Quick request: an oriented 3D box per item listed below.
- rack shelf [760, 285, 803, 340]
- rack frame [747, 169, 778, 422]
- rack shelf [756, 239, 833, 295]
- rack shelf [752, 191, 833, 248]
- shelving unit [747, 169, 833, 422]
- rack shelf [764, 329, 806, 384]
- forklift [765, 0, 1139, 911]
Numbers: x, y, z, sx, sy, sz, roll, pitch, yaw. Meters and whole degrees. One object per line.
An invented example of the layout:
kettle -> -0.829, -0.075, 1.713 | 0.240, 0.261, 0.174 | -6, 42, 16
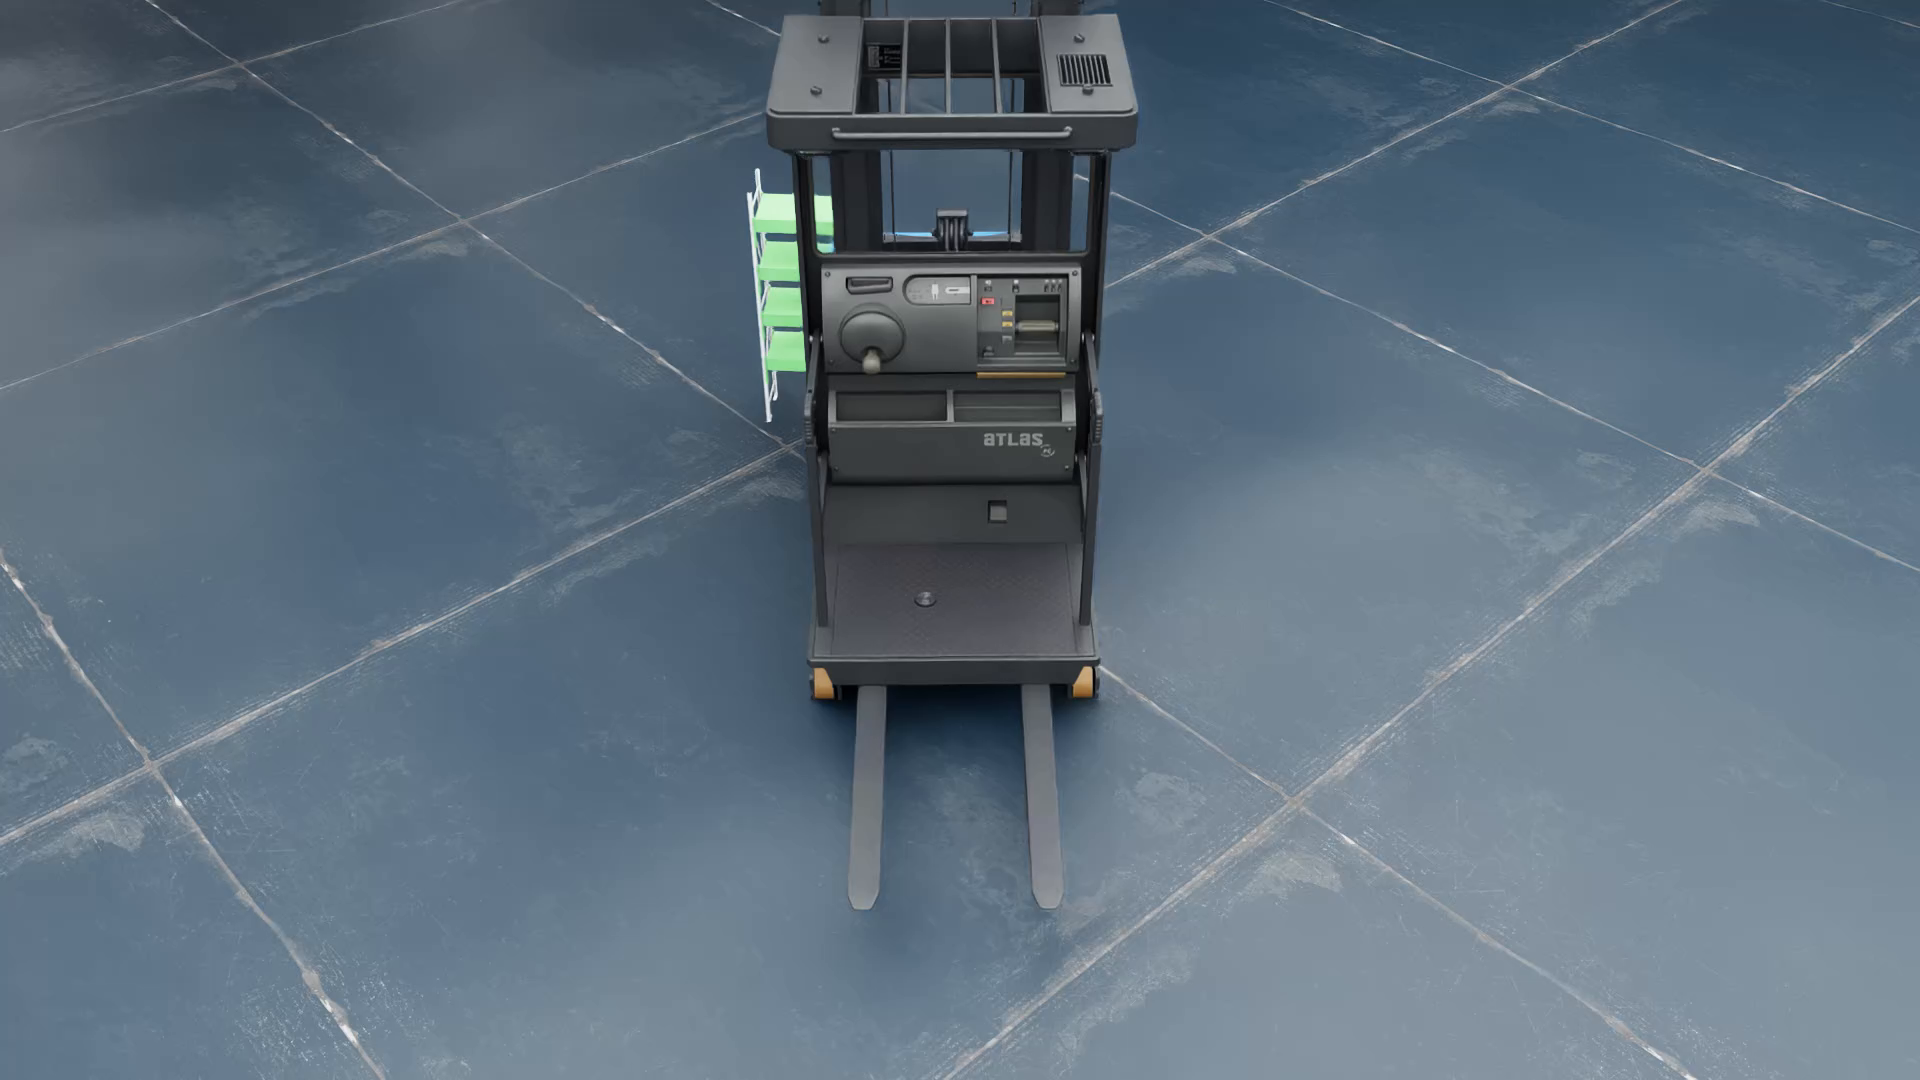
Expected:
rack shelf -> -0.662, -1.046, 7.691 | 0.480, 0.148, 0.258 | 2, 39, 3
rack frame -> -0.906, -1.104, 7.663 | 0.015, 1.200, 0.240 | 2, 39, 3
rack shelf -> -0.662, -1.232, 7.541 | 0.480, 0.148, 0.258 | 2, 39, 3
rack shelf -> -0.662, -1.419, 7.390 | 0.480, 0.148, 0.258 | 2, 39, 3
shelving unit -> -0.662, -1.095, 7.651 | 0.503, 1.200, 0.258 | 2, 39, 3
rack shelf -> -0.662, -0.859, 7.842 | 0.480, 0.148, 0.258 | 2, 39, 3
forklift -> -0.026, -0.718, 5.806 | 1.130, 2.935, 3.031 | 0, 39, 0
